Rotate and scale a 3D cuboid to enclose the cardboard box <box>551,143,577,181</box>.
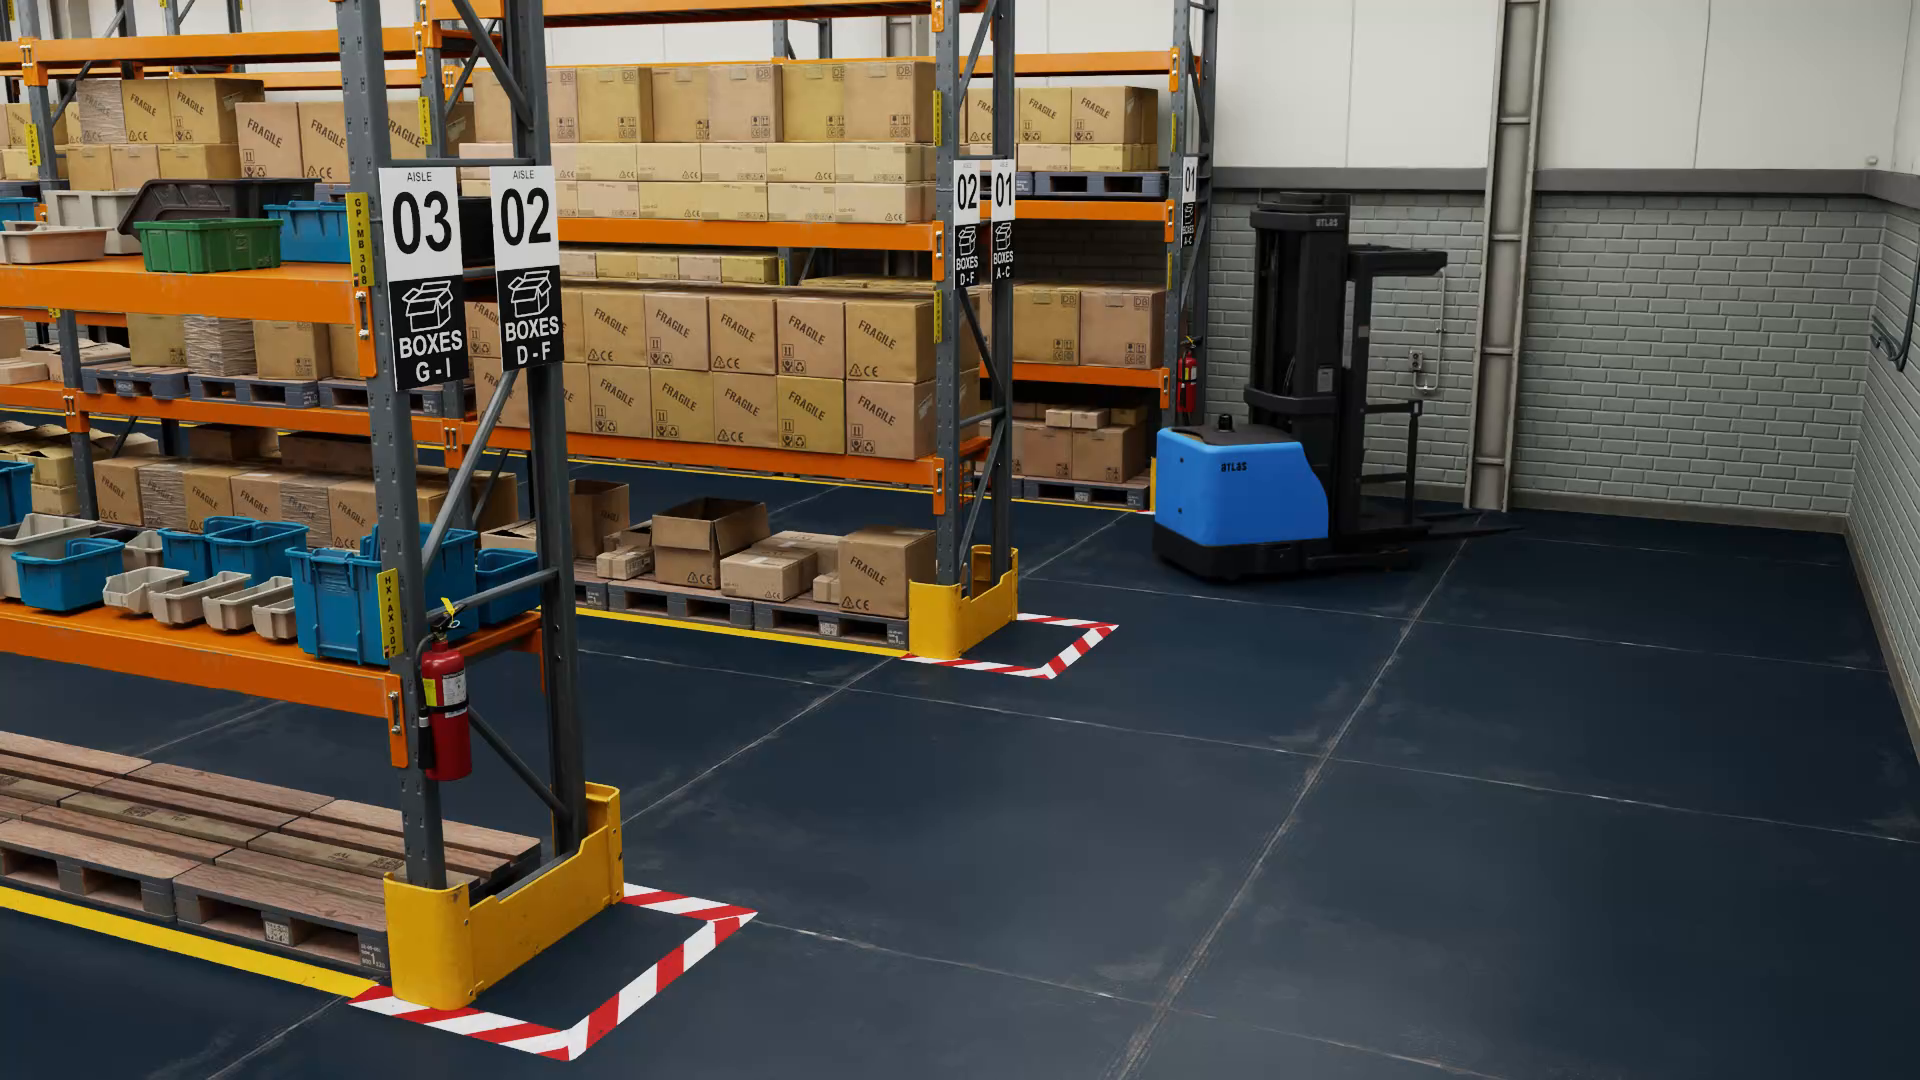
[{"bbox_3d":[-2.749,-2.656,11.675,0.500,0.250,0.500,6,14,23],"label":"cardboard box"}]

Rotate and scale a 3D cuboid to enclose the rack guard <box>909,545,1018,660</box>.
[{"bbox_3d":[0.036,0.412,11.405,0.348,0.500,1.175,6,14,23],"label":"rack guard"}]

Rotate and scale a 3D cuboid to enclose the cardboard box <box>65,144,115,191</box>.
[{"bbox_3d":[-6.796,-3.014,13.748,0.500,0.500,0.910,6,14,23],"label":"cardboard box"}]

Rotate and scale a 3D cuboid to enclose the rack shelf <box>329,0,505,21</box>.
[{"bbox_3d":[-3.732,-2.324,6.913,4.000,0.370,1.077,6,14,23],"label":"rack shelf"}]

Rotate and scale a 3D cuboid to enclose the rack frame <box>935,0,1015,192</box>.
[{"bbox_3d":[0.106,-3.719,10.404,0.127,3.000,1.000,6,14,23],"label":"rack frame"}]

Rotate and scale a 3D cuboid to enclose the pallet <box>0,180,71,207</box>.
[{"bbox_3d":[-7.865,-2.951,14.111,1.003,0.211,1.213,7,15,26],"label":"pallet"}]

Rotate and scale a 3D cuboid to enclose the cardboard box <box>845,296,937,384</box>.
[{"bbox_3d":[-0.412,-1.317,10.894,0.500,0.500,0.500,6,14,23],"label":"cardboard box"}]

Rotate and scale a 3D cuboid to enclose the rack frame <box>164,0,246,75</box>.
[{"bbox_3d":[-8.863,-5.864,19.546,0.127,3.000,1.000,6,14,23],"label":"rack frame"}]

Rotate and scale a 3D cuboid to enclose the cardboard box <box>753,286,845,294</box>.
[{"bbox_3d":[-1.129,-1.524,11.774,0.500,0.500,0.500,6,14,24],"label":"cardboard box"}]

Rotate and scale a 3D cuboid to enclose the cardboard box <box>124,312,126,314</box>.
[{"bbox_3d":[-9.871,-2.908,20.367,0.500,0.250,0.500,6,14,23],"label":"cardboard box"}]

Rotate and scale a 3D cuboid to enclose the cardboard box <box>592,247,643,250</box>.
[{"bbox_3d":[-3.746,-3.057,18.161,0.500,0.250,0.500,5,14,22],"label":"cardboard box"}]

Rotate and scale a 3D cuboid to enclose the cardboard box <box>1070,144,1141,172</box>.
[{"bbox_3d":[1.332,-3.486,15.167,0.500,0.250,0.500,6,15,25],"label":"cardboard box"}]

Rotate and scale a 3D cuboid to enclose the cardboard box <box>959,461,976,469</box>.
[{"bbox_3d":[0.020,-1.005,16.523,0.500,0.500,0.700,6,15,25],"label":"cardboard box"}]

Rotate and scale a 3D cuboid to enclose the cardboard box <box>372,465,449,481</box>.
[{"bbox_3d":[-4.387,-0.308,13.510,0.500,0.500,0.500,6,14,24],"label":"cardboard box"}]

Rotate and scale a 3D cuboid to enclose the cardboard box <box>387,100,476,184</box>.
[{"bbox_3d":[-3.982,-2.992,12.517,0.600,0.600,0.600,4,14,18],"label":"cardboard box"}]

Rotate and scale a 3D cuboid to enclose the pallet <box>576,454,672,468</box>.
[{"bbox_3d":[-3.404,-1.014,18.113,1.213,0.211,1.003,6,14,23],"label":"pallet"}]

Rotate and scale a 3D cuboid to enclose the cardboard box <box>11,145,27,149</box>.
[{"bbox_3d":[-11.362,-4.645,20.654,0.500,0.500,0.500,7,15,26],"label":"cardboard box"}]

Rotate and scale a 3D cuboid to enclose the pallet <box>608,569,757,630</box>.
[{"bbox_3d":[-1.804,0.366,12.234,1.213,0.211,1.003,6,14,23],"label":"pallet"}]

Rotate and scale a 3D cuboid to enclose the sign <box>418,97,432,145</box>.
[{"bbox_3d":[-3.773,-2.956,11.724,0.005,0.325,0.100,6,14,23],"label":"sign"}]

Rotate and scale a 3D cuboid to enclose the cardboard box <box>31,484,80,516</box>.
[{"bbox_3d":[-7.788,-0.402,14.500,0.500,0.250,0.500,6,15,25],"label":"cardboard box"}]

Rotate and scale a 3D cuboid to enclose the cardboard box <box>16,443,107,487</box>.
[{"bbox_3d":[-7.787,-0.674,14.433,0.500,0.311,0.500,6,15,25],"label":"cardboard box"}]

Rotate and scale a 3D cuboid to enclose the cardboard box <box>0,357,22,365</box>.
[{"bbox_3d":[-8.397,-1.522,14.725,0.250,0.149,0.380,7,15,27],"label":"cardboard box"}]

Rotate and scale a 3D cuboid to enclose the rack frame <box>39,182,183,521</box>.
[{"bbox_3d":[-7.208,-1.538,14.244,0.127,3.000,1.000,6,14,23],"label":"rack frame"}]

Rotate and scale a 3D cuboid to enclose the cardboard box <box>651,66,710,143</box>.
[{"bbox_3d":[-1.713,-2.991,11.463,0.500,0.500,0.700,6,14,23],"label":"cardboard box"}]

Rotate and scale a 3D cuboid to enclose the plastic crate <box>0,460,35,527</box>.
[{"bbox_3d":[-4.996,-0.183,8.373,0.575,0.384,0.392,6,14,23],"label":"plastic crate"}]

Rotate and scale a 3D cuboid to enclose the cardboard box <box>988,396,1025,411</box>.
[{"bbox_3d":[0.464,-1.327,16.477,0.250,0.149,0.380,6,14,24],"label":"cardboard box"}]

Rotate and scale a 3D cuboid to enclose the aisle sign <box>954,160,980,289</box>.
[{"bbox_3d":[0.044,-1.993,10.492,0.004,0.787,0.394,6,14,23],"label":"aisle sign"}]

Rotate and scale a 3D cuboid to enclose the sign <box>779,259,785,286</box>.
[{"bbox_3d":[-1.759,-2.614,16.467,0.005,0.325,0.100,6,14,23],"label":"sign"}]

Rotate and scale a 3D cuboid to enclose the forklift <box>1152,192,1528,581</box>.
[{"bbox_3d":[3.150,-1.286,13.320,3.031,2.935,1.130,-4,14,-17],"label":"forklift"}]

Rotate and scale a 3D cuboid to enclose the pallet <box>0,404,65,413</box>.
[{"bbox_3d":[-11.722,-1.866,21.746,1.213,0.211,1.003,6,14,23],"label":"pallet"}]

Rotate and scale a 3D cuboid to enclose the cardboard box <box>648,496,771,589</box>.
[{"bbox_3d":[-1.831,0.006,12.165,0.637,0.503,0.797,6,14,23],"label":"cardboard box"}]

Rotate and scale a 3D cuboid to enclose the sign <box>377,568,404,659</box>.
[{"bbox_3d":[-2.112,0.273,6.167,0.005,0.325,0.100,6,14,23],"label":"sign"}]

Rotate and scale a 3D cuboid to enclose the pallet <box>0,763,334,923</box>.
[{"bbox_3d":[-3.754,1.396,7.842,1.213,0.211,1.003,6,14,23],"label":"pallet"}]

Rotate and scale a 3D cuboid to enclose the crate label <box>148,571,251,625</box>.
[{"bbox_3d":[-3.246,0.247,7.080,0.243,0.136,0.396,6,14,23],"label":"crate label"}]

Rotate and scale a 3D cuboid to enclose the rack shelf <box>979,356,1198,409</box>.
[{"bbox_3d":[0.280,-1.668,16.371,4.000,0.370,1.077,6,14,23],"label":"rack shelf"}]

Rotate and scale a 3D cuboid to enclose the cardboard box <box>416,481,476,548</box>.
[{"bbox_3d":[-4.118,-0.151,12.841,0.500,0.500,0.500,6,14,23],"label":"cardboard box"}]

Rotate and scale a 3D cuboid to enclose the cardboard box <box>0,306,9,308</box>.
[{"bbox_3d":[-12.202,-3.139,21.349,0.500,0.250,0.500,5,14,22],"label":"cardboard box"}]

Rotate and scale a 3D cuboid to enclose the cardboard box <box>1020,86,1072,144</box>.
[{"bbox_3d":[0.876,-3.898,15.282,0.500,0.500,0.500,6,15,25],"label":"cardboard box"}]

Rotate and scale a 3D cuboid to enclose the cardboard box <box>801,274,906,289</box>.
[{"bbox_3d":[-1.059,-2.295,16.814,0.700,0.700,0.980,6,14,24],"label":"cardboard box"}]

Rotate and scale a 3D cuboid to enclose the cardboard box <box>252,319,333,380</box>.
[{"bbox_3d":[-5.192,-1.572,13.249,0.500,0.500,0.700,2,13,9],"label":"cardboard box"}]

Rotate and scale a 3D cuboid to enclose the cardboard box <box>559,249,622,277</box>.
[{"bbox_3d":[-3.944,-2.951,17.708,0.500,0.250,0.500,6,14,24],"label":"cardboard box"}]

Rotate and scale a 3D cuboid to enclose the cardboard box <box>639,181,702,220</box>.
[{"bbox_3d":[-1.836,-2.319,11.335,0.500,0.250,0.500,6,14,23],"label":"cardboard box"}]

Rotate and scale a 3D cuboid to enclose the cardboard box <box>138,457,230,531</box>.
[{"bbox_3d":[-6.427,-0.386,13.844,0.500,0.500,0.500,5,14,21],"label":"cardboard box"}]

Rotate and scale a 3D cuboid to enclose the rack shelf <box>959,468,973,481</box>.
[{"bbox_3d":[-0.013,-0.542,14.134,0.180,0.103,0.258,6,14,23],"label":"rack shelf"}]

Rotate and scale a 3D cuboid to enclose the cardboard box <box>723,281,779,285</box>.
[{"bbox_3d":[-2.072,-2.396,16.987,0.500,0.500,0.500,6,14,22],"label":"cardboard box"}]

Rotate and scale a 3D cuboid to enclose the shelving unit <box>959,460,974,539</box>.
[{"bbox_3d":[-0.013,-0.585,14.123,0.189,1.200,0.258,6,14,23],"label":"shelving unit"}]

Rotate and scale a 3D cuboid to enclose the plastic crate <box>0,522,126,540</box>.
[{"bbox_3d":[-4.429,0.018,8.081,0.590,0.125,0.437,6,14,23],"label":"plastic crate"}]

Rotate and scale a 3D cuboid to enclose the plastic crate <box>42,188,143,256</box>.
[{"bbox_3d":[-3.805,-1.436,7.501,0.530,0.282,0.437,6,14,23],"label":"plastic crate"}]

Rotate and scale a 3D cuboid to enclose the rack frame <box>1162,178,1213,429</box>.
[{"bbox_3d":[2.109,-1.833,15.500,0.127,3.000,1.000,6,14,23],"label":"rack frame"}]

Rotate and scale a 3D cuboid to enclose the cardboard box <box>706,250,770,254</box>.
[{"bbox_3d":[-2.344,-2.915,17.557,0.500,0.250,0.500,6,14,24],"label":"cardboard box"}]

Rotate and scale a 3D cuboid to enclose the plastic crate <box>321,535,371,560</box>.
[{"bbox_3d":[-2.598,0.136,7.344,0.300,0.233,0.416,6,14,23],"label":"plastic crate"}]

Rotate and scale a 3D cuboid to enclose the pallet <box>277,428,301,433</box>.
[{"bbox_3d":[-8.150,-1.514,20.245,1.213,0.211,1.003,6,14,23],"label":"pallet"}]

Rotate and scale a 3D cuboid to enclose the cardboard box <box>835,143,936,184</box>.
[{"bbox_3d":[-0.467,-2.423,10.682,0.500,0.250,0.500,6,14,23],"label":"cardboard box"}]

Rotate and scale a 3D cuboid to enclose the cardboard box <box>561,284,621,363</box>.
[{"bbox_3d":[-2.762,-1.553,11.901,0.500,0.500,0.500,5,14,21],"label":"cardboard box"}]

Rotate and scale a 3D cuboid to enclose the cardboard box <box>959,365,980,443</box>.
[{"bbox_3d":[-0.193,-0.943,11.487,0.500,0.500,0.500,6,15,24],"label":"cardboard box"}]

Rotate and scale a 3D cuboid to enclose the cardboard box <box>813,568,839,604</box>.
[{"bbox_3d":[-0.825,0.312,11.597,0.250,0.166,0.380,6,14,23],"label":"cardboard box"}]

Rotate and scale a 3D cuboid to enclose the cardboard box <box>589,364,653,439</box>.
[{"bbox_3d":[-2.270,-1.019,11.813,0.500,0.500,0.500,6,14,23],"label":"cardboard box"}]

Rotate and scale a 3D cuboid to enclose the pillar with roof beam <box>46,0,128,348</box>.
[{"bbox_3d":[-13.273,-5.451,17.786,0.400,9.000,9.100,6,14,23],"label":"pillar with roof beam"}]
